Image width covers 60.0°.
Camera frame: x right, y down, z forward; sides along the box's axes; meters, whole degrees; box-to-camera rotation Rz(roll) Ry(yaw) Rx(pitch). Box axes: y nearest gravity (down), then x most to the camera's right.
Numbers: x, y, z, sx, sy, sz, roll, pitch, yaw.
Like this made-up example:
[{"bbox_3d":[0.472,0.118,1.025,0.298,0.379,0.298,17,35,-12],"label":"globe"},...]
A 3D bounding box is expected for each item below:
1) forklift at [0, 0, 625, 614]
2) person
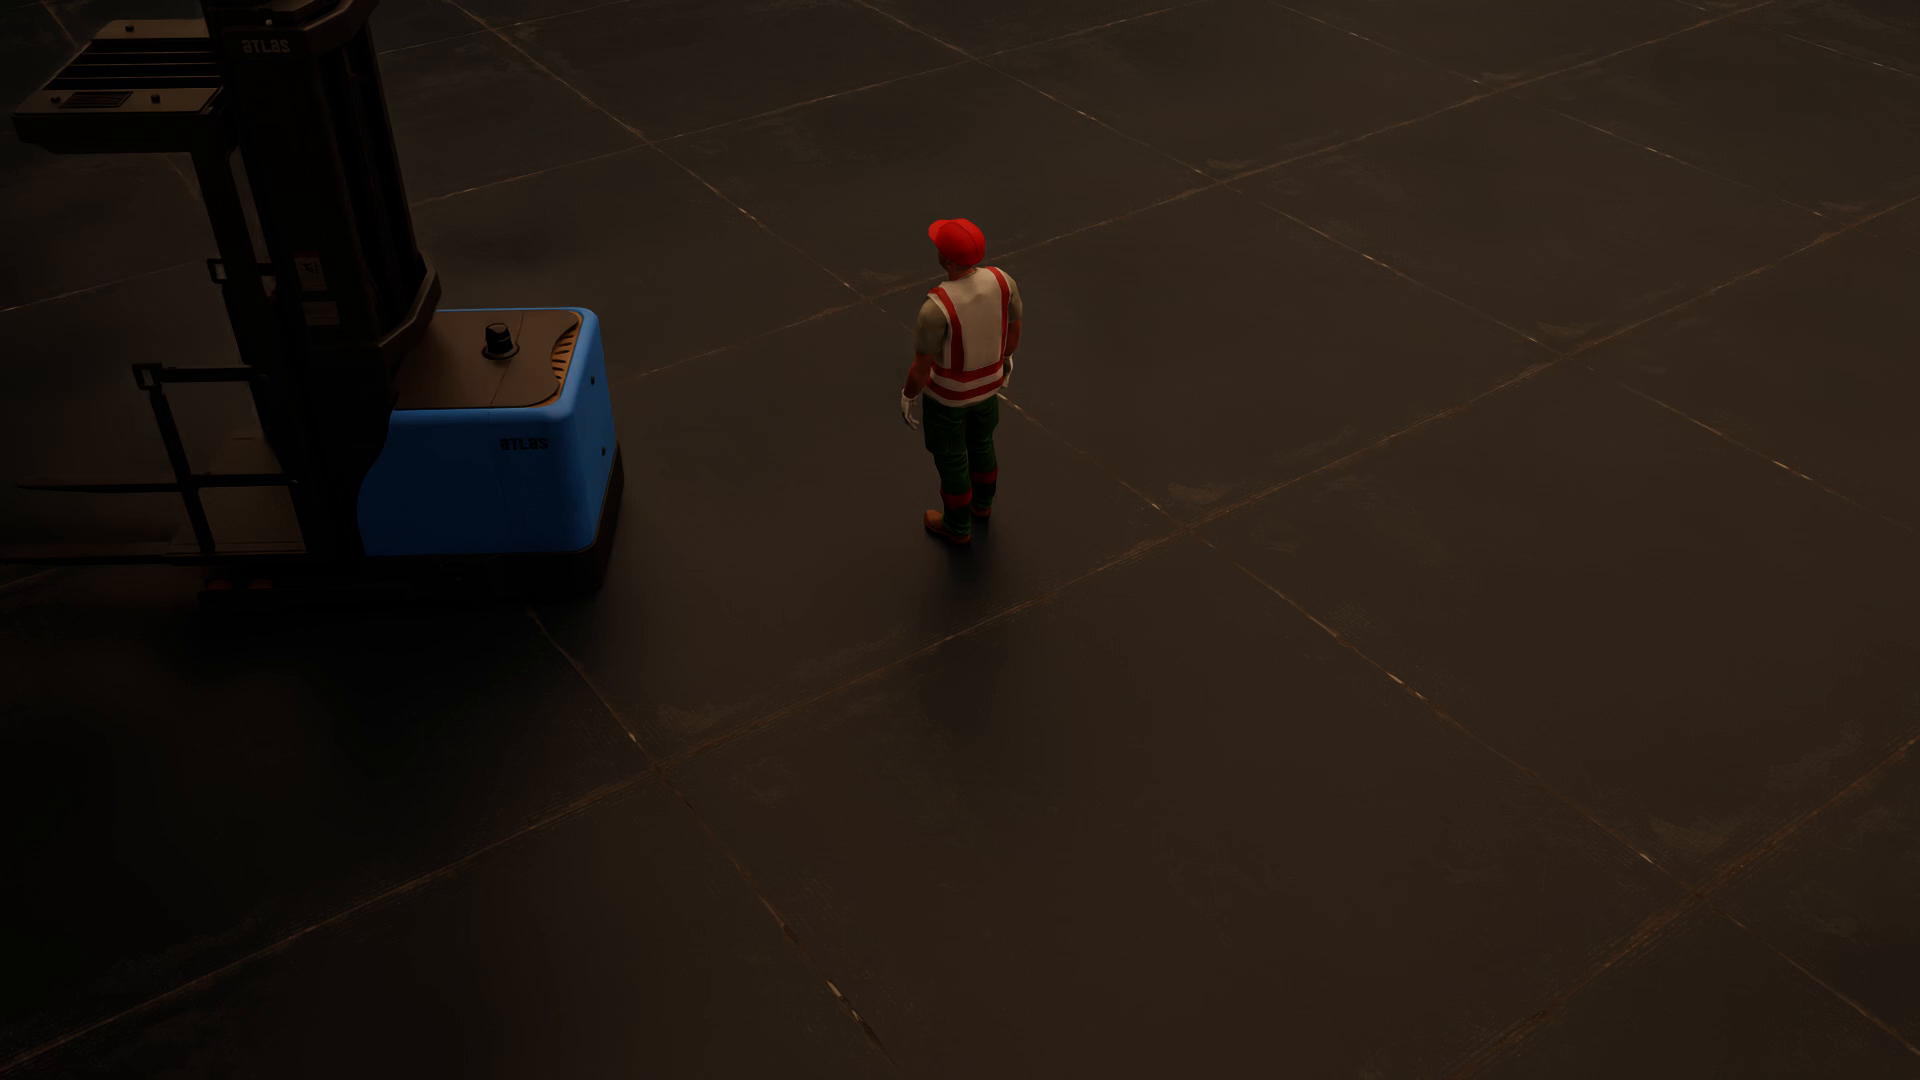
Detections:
[{"bbox_3d":[-3.254,-1.145,7.494,3.031,2.935,1.130,-1,37,-2],"label":"forklift"},{"bbox_3d":[-0.038,-0.768,7.932,0.638,1.789,0.562,-23,42,-28],"label":"person"}]
